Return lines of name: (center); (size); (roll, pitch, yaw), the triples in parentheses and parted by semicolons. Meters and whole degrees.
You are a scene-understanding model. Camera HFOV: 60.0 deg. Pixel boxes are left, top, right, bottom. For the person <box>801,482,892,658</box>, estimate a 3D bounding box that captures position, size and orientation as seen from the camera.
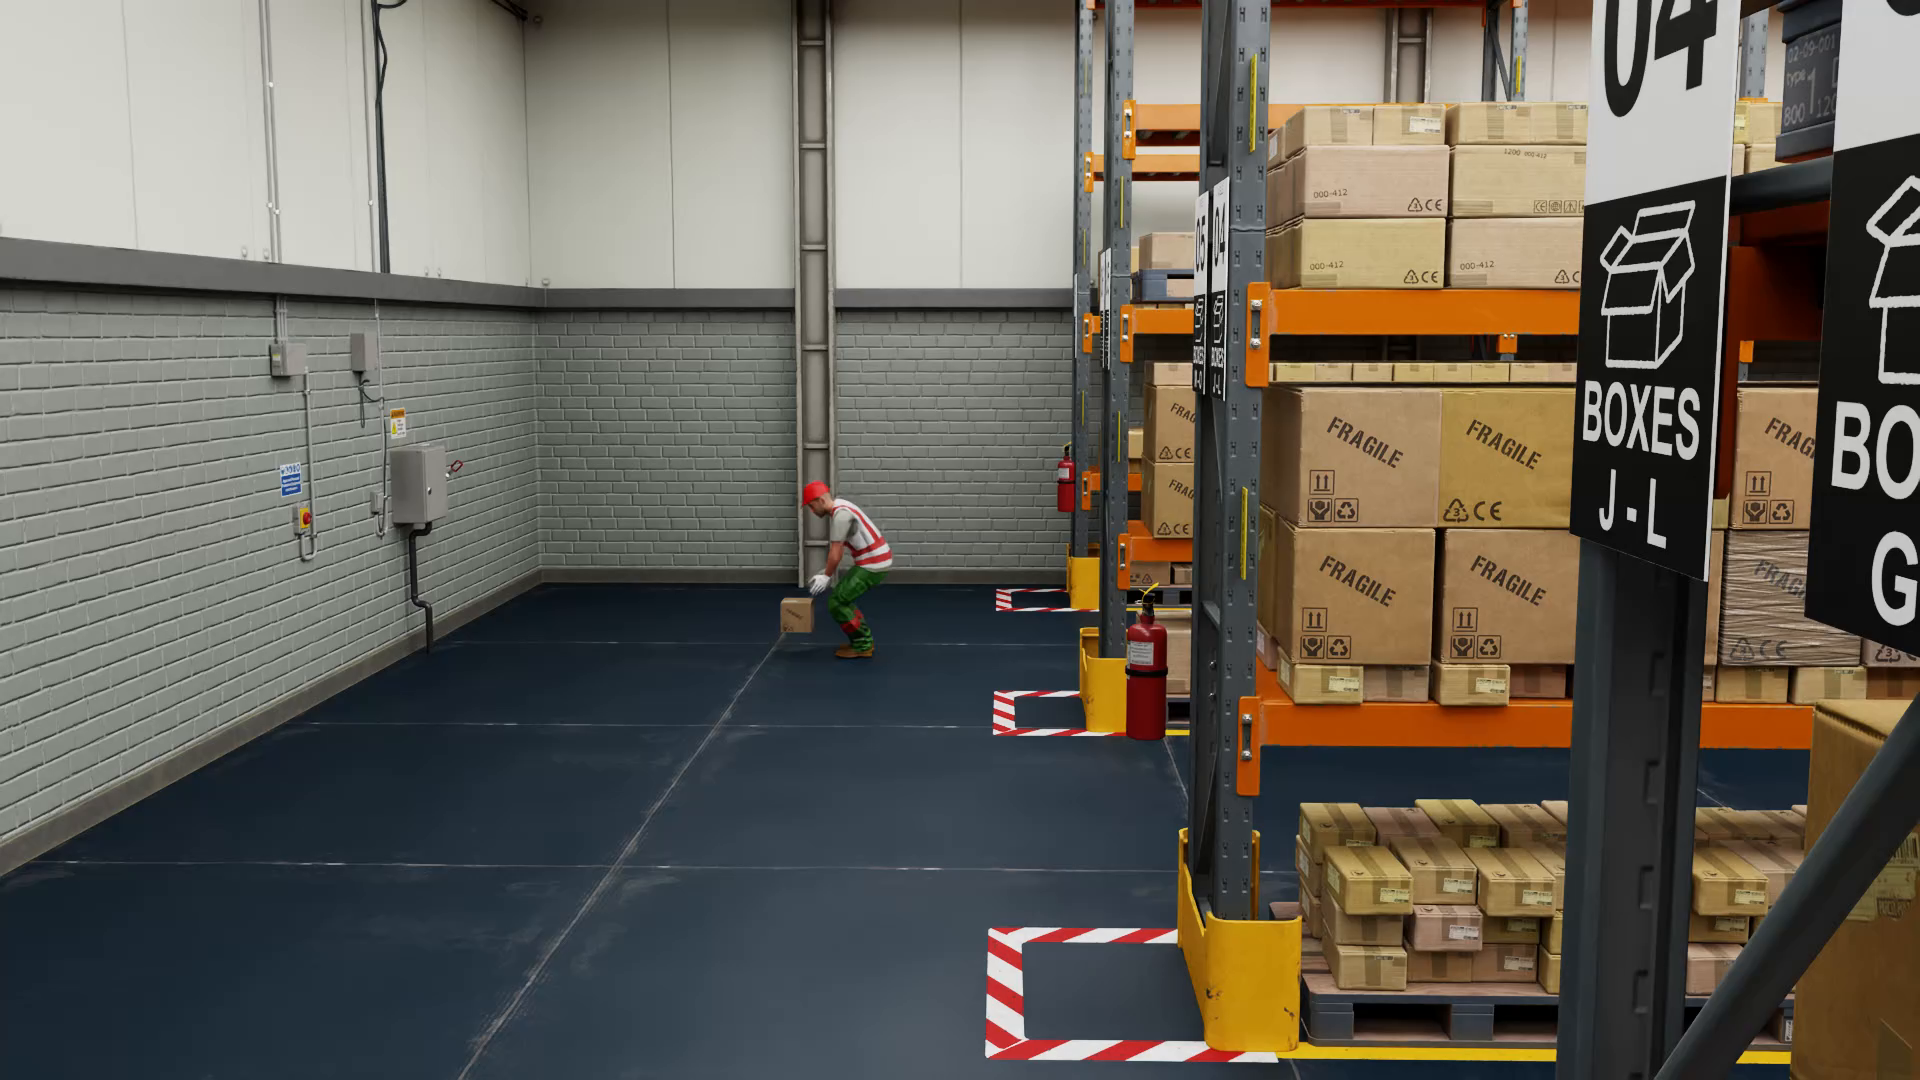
person: (-0.931, 0.239, 13.656); (0.749, 1.443, 0.583); (0, 7, 1)
